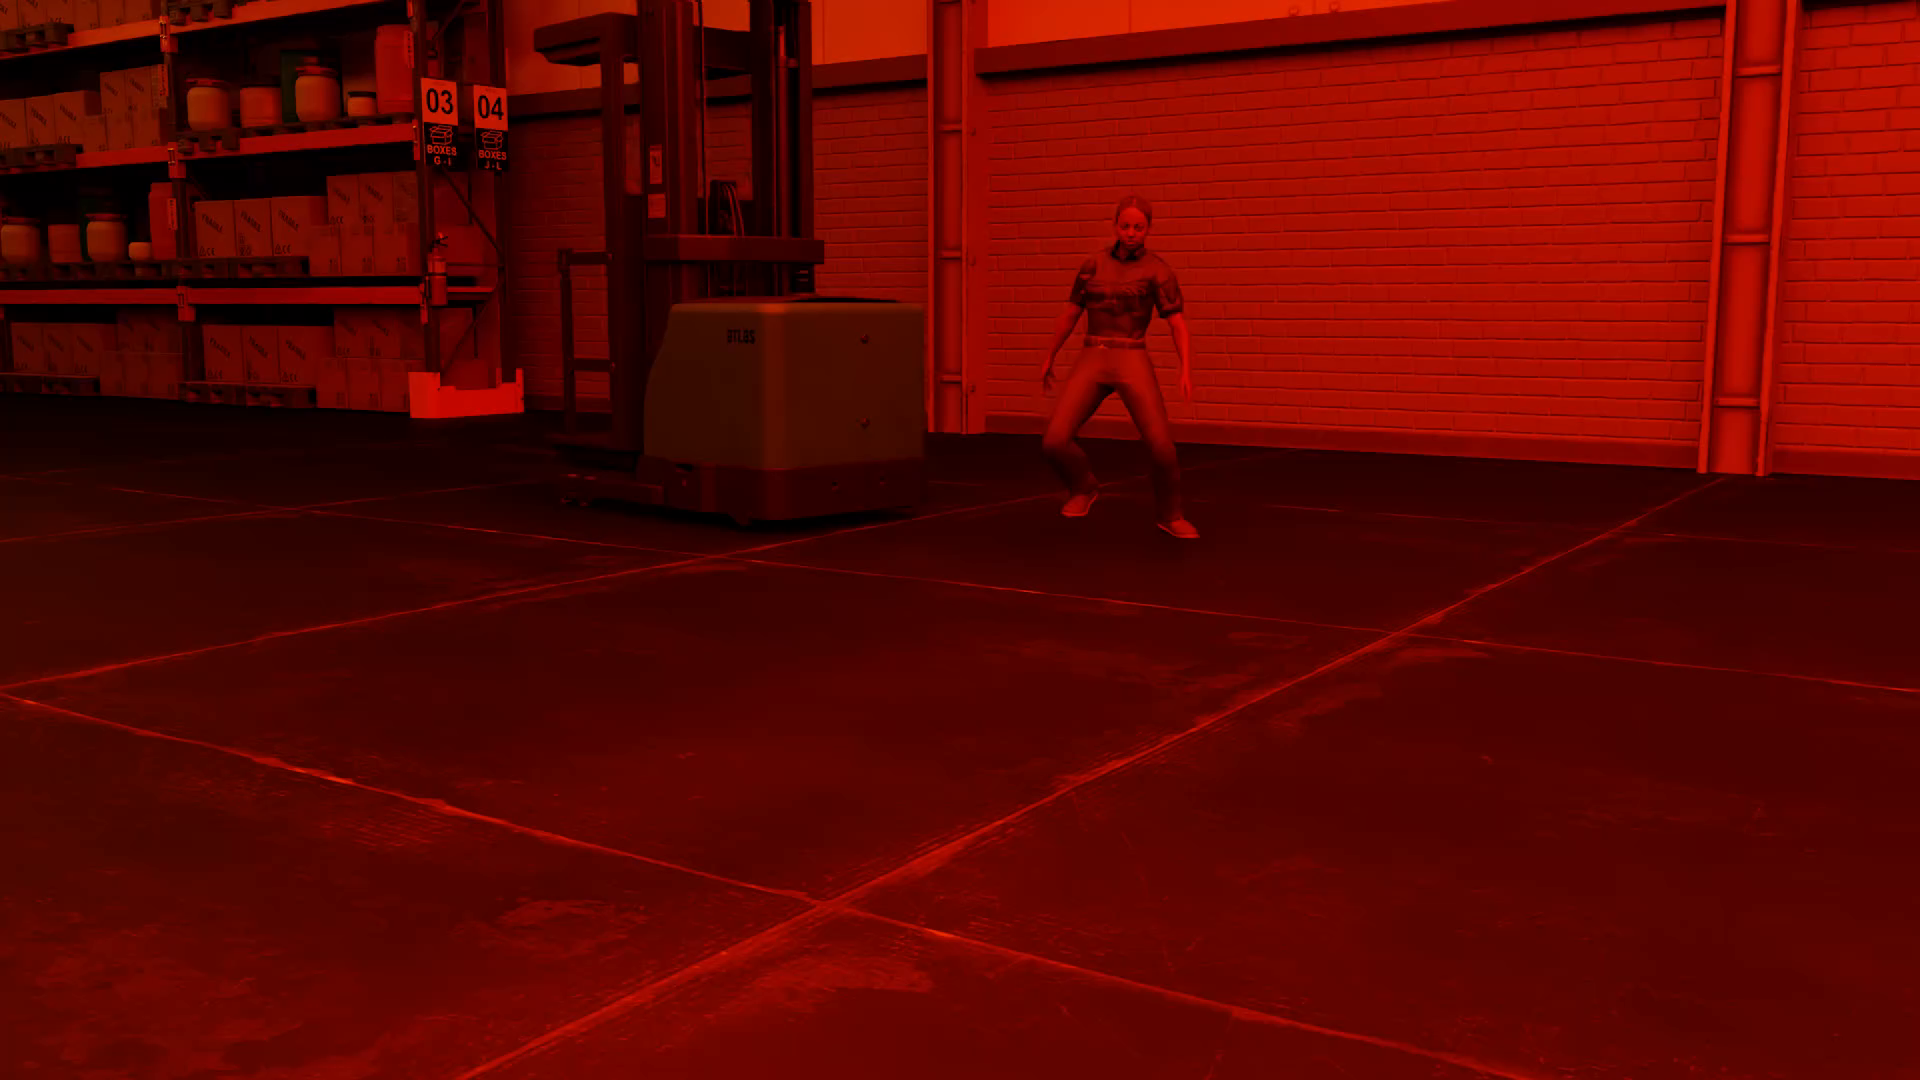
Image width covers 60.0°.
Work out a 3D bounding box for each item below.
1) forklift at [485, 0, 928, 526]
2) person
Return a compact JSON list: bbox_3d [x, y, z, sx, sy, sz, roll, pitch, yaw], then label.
[{"bbox_3d":[-1.550,-1.669,8.929,1.130,2.935,3.031,-8,11,-44],"label":"forklift"},{"bbox_3d":[0.748,-0.804,7.765,0.822,1.573,0.364,4,9,29],"label":"person"}]
